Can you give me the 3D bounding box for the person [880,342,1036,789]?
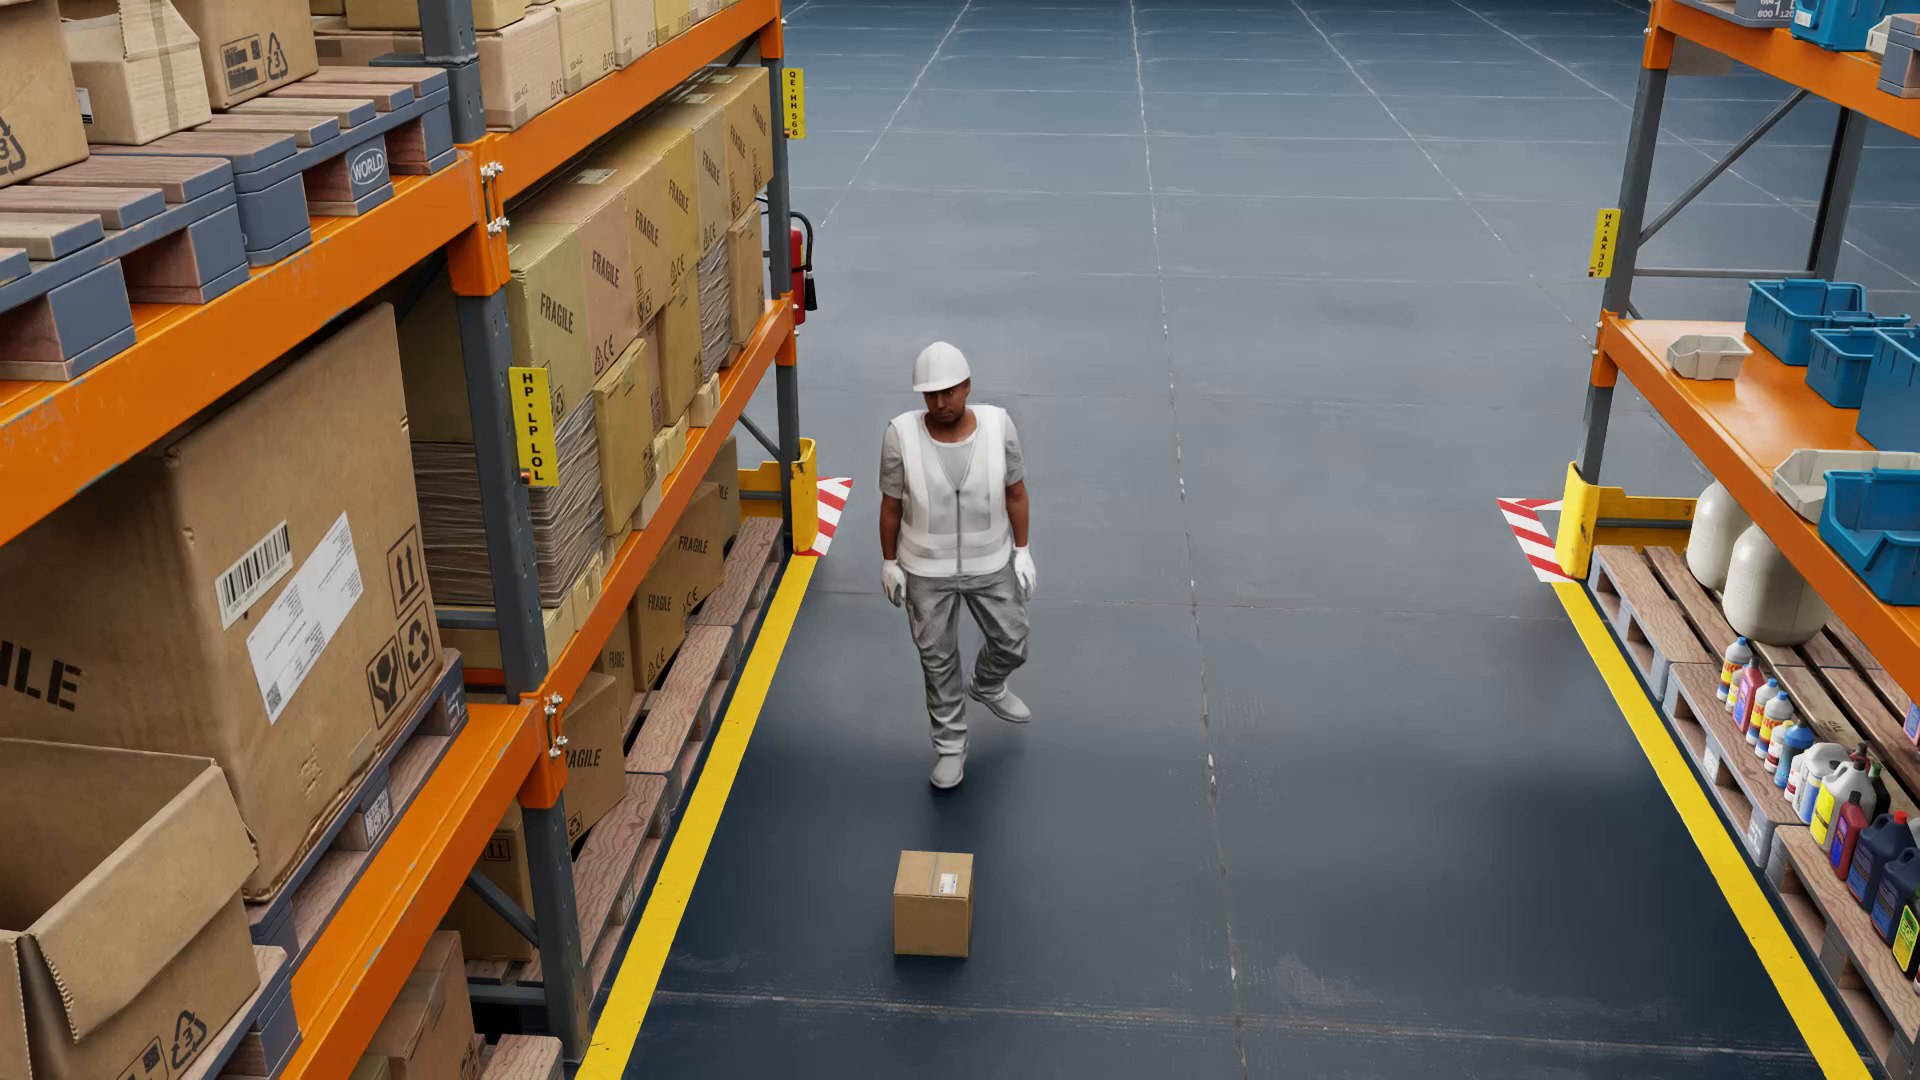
[{"bbox_3d":[0.003,0.058,6.412,0.626,1.780,0.593,-3,24,-7],"label":"person"}]
